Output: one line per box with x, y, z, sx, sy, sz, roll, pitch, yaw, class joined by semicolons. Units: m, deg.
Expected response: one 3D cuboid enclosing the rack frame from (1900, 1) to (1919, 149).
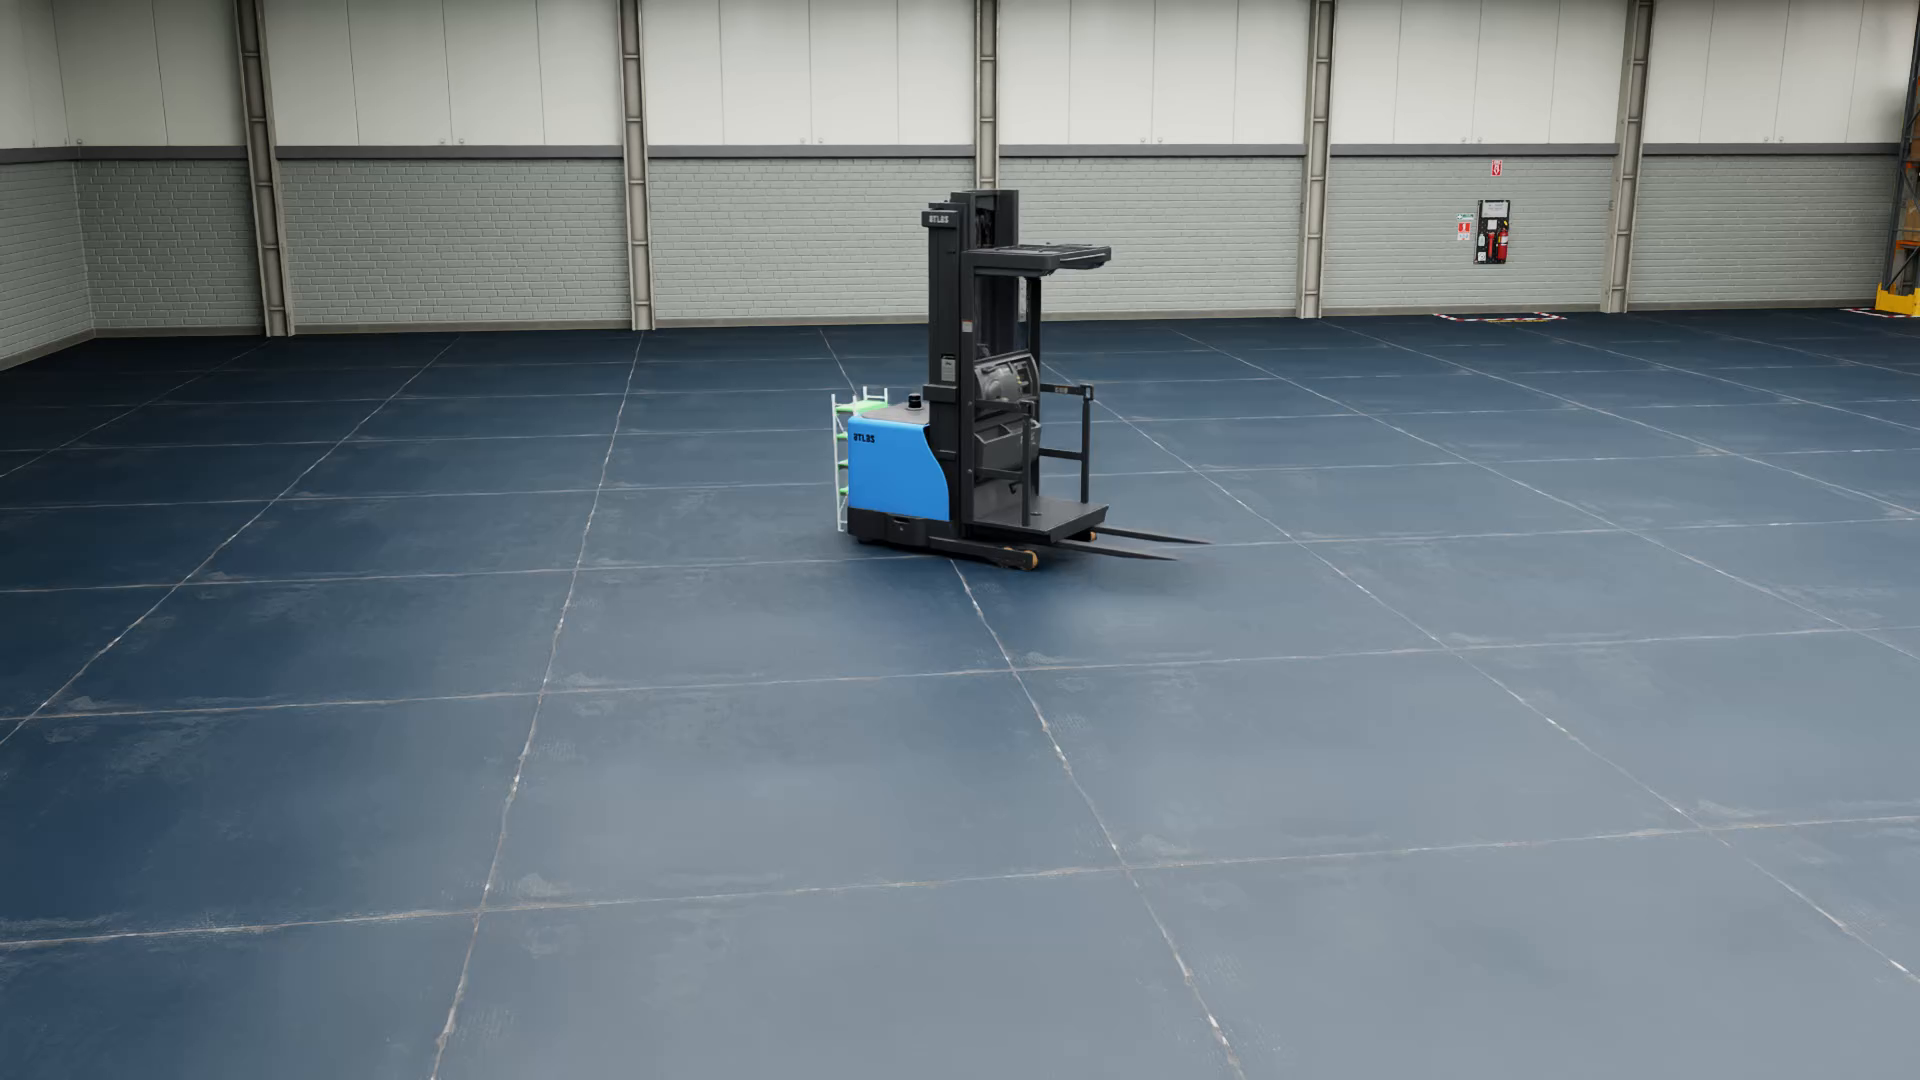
17.695;-8.657;30.241;0.127;3.000;1.000;-2;14;-8;rack frame

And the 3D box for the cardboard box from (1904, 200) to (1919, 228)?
18.129;-6.116;31.168;0.500;0.500;0.500;-2;14;-9;cardboard box

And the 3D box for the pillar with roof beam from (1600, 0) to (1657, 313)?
12.967;-7.637;26.176;0.400;9.000;9.100;-2;14;-8;pillar with roof beam

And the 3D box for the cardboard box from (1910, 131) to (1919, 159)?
18.070;-7.336;30.895;0.500;0.500;0.500;-1;14;-4;cardboard box

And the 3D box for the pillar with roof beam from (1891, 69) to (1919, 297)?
18.900;-7.855;27.043;0.400;9.000;9.100;-2;14;-8;pillar with roof beam

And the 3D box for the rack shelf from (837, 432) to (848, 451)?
-0.857;-0.878;14.513;0.258;0.148;0.480;6;15;30;rack shelf

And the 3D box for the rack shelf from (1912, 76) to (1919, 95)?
19.673;-8.379;30.618;4.000;0.370;1.077;-2;14;-8;rack shelf

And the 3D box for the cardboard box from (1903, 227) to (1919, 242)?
18.128;-5.748;31.240;0.500;0.250;0.500;-2;14;-7;cardboard box

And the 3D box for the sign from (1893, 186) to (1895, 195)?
17.632;-6.596;31.327;0.005;0.325;0.100;-2;14;-8;sign

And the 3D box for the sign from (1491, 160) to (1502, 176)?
9.853;-6.831;30.527;0.199;0.298;0.001;-2;14;-8;sign

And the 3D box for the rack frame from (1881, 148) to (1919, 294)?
17.695;-5.747;30.971;0.127;3.000;1.000;-2;14;-8;rack frame

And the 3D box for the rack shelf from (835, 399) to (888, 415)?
-0.864;-1.111;14.459;0.258;0.148;0.480;6;15;30;rack shelf

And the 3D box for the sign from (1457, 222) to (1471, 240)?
9.314;-5.705;30.729;0.234;0.329;0.001;-2;14;-8;sign

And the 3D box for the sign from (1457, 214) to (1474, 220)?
9.320;-5.960;30.657;0.331;0.109;0.001;-2;14;-8;sign

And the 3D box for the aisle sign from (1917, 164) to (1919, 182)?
17.669;-6.933;30.357;0.004;0.787;0.394;-2;14;-8;aisle sign

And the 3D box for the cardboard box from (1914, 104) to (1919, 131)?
18.082;-7.824;30.783;0.500;0.500;0.500;-1;14;-6;cardboard box

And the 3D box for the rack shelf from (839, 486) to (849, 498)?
-0.843;-0.410;14.622;0.258;0.148;0.480;6;15;30;rack shelf

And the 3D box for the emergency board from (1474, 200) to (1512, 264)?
9.876;-5.683;30.714;0.643;1.169;0.194;-2;14;-8;emergency board

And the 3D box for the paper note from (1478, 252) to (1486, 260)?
9.691;-5.266;30.862;0.142;0.148;0.016;-2;14;-8;paper note

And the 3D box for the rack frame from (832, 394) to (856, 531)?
-0.976;-0.655;14.349;0.240;1.200;0.015;6;15;30;rack frame

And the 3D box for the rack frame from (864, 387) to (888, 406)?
-0.727;-0.757;14.757;0.240;1.200;0.015;6;15;30;rack frame

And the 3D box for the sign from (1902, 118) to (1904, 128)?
17.632;-7.766;31.034;0.005;0.325;0.100;-2;14;-8;sign

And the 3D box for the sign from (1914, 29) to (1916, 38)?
17.632;-9.321;30.644;0.005;0.325;0.100;-2;14;-8;sign

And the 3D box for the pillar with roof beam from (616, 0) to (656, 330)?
-4.833;-6.985;23.575;0.400;9.000;9.100;-2;14;-8;pillar with roof beam

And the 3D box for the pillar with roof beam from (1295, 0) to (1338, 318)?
7.034;-7.420;25.309;0.400;9.000;9.100;-2;14;-8;pillar with roof beam

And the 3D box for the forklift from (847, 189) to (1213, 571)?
0.562;-1.319;13.456;3.031;2.935;1.130;9;17;31;forklift

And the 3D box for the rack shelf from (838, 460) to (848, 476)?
-0.850;-0.644;14.568;0.258;0.148;0.480;6;15;30;rack shelf

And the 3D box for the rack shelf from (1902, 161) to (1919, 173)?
19.673;-6.925;30.983;4.000;0.370;1.077;-2;14;-8;rack shelf

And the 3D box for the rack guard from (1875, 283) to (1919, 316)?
17.770;-4.537;31.286;0.348;0.500;1.175;-2;14;-8;rack guard

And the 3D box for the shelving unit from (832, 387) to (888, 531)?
-0.852;-0.706;14.553;0.258;1.200;0.503;6;15;30;shelving unit

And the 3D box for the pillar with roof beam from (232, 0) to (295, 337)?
-10.766;-6.768;22.708;0.400;9.000;9.100;-2;14;-8;pillar with roof beam

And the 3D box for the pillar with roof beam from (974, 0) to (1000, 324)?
1.101;-7.202;24.442;0.400;9.000;9.100;-2;14;-8;pillar with roof beam

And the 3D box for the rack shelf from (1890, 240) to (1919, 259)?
19.673;-5.471;31.348;4.000;0.370;1.077;-2;14;-8;rack shelf
